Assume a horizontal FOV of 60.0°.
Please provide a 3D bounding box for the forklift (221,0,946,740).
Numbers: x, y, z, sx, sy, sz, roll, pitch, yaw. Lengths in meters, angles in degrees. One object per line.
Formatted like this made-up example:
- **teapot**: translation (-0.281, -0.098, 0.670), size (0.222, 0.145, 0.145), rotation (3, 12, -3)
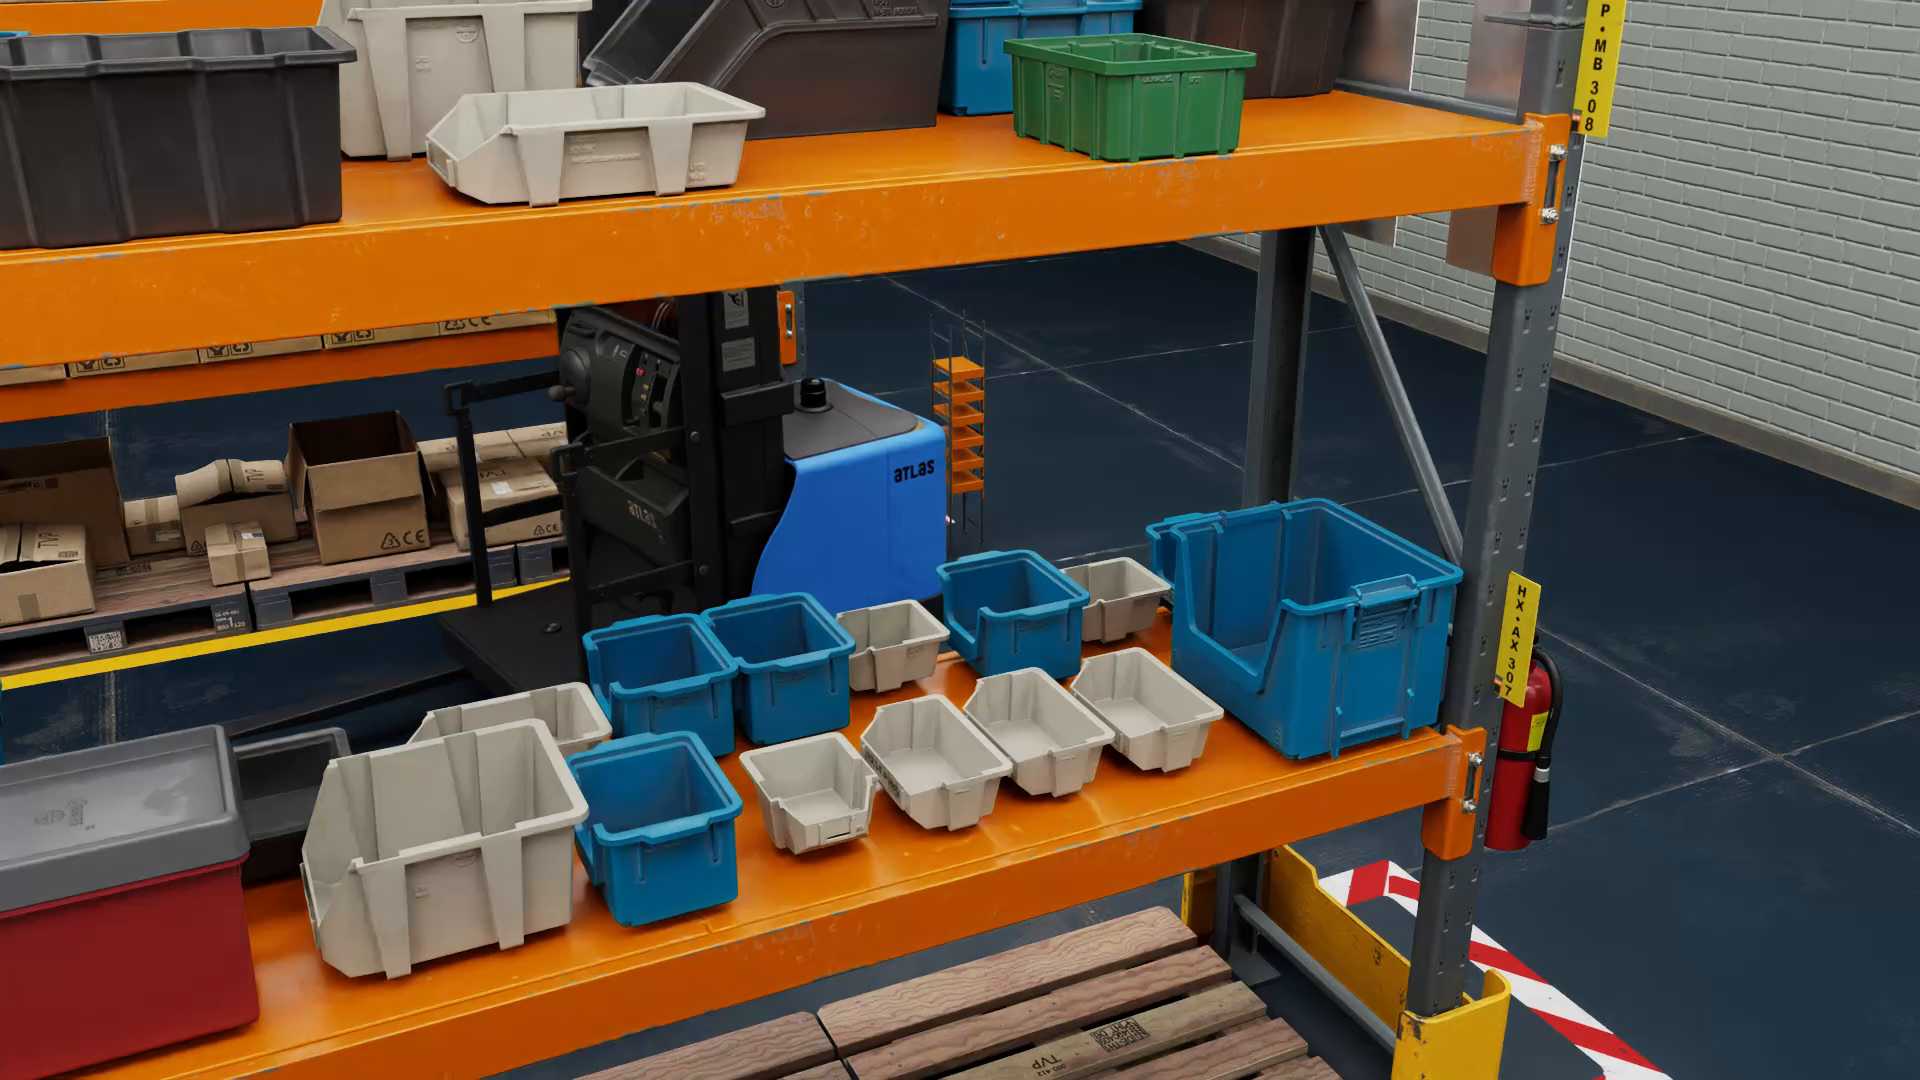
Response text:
- **forklift**: translation (-1.519, -0.649, 6.487), size (3.031, 2.935, 1.130), rotation (-17, 28, -35)

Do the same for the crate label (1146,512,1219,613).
- **crate label**: translation (0.730, 0.108, 4.708), size (0.303, 0.233, 0.416), rotation (-10, 25, -24)

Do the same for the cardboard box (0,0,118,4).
- **cardboard box**: translation (-3.656, -2.307, 6.675), size (0.500, 0.250, 0.500), rotation (-10, 25, -24)

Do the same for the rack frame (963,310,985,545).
- **rack frame**: translation (0.069, -0.567, 8.551), size (0.006, 1.200, 0.240), rotation (-10, 25, -24)

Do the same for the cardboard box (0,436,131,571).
- **cardboard box**: translation (-4.263, -0.154, 7.893), size (0.500, 0.500, 0.500), rotation (-10, 25, -24)

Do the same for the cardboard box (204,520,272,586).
- **cardboard box**: translation (-3.407, 0.050, 7.835), size (0.250, 0.166, 0.380), rotation (-10, 25, -24)

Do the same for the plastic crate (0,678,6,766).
- **plastic crate**: translation (-2.236, 0.579, 3.372), size (0.575, 0.384, 0.392), rotation (-10, 25, -24)

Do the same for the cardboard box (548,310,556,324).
- **cardboard box**: translation (-1.801, -1.368, 8.001), size (0.500, 0.500, 0.500), rotation (-10, 25, -23)

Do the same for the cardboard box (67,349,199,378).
- **cardboard box**: translation (-3.616, -1.036, 7.201), size (0.500, 0.500, 0.500), rotation (-10, 24, -23)

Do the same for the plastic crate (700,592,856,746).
- **plastic crate**: translation (-0.456, 0.326, 4.180), size (0.300, 0.233, 0.416), rotation (-10, 25, -24)

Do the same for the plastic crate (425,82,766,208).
- **plastic crate**: translation (-0.659, -0.705, 2.954), size (0.530, 0.136, 0.437), rotation (-10, 25, -24)

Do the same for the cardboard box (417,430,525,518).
- **cardboard box**: translation (-2.564, -0.351, 8.697), size (0.500, 0.250, 0.500), rotation (-10, 25, -24)

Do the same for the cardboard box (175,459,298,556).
- **cardboard box**: translation (-3.588, -0.191, 8.230), size (0.500, 0.311, 0.500), rotation (-10, 25, -24)

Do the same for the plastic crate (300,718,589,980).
- **plastic crate**: translation (-1.053, 0.632, 3.379), size (0.530, 0.282, 0.437), rotation (-10, 25, -24)

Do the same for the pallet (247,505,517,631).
- **pallet**: translation (-2.934, 0.058, 8.335), size (1.213, 0.211, 1.003), rotation (-10, 25, -24)

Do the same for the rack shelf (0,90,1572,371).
- **rack shelf**: translation (-0.707, -0.591, 3.275), size (4.000, 0.370, 1.077), rotation (-10, 25, -24)

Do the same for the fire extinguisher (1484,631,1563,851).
- **fire extinguisher**: translation (1.428, 0.470, 4.280), size (0.183, 0.674, 0.296), rotation (-10, 25, -24)

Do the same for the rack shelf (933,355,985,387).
- **rack shelf**: translation (-0.013, -0.844, 8.394), size (0.180, 0.103, 0.258), rotation (-10, 25, -24)

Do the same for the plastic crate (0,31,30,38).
- **plastic crate**: translation (-1.827, -0.775, 2.998), size (0.300, 0.233, 0.416), rotation (-10, 25, -24)

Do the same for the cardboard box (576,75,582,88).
- **cardboard box**: translation (-2.031, -2.013, 8.253), size (0.500, 0.500, 0.500), rotation (-10, 25, -23)

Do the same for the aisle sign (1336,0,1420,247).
- **aisle sign**: translation (1.031, -1.185, 4.291), size (0.004, 0.787, 0.394), rotation (-10, 25, -24)

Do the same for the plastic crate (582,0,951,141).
- **plastic crate**: translation (-0.400, -1.068, 3.567), size (0.767, 0.338, 0.504), rotation (-10, 25, -24)

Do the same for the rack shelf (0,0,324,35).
- **rack shelf**: translation (-2.852, -2.299, 7.400), size (4.000, 0.370, 1.077), rotation (-10, 25, -24)

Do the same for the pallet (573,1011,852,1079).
- **pallet**: translation (-0.762, 1.744, 4.262), size (1.213, 0.211, 1.003), rotation (-10, 25, -24)

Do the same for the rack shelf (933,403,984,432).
- **rack shelf**: translation (-0.013, -0.622, 8.486), size (0.180, 0.103, 0.258), rotation (-10, 25, -24)

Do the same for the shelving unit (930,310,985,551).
- **shelving unit**: translation (-0.013, -0.552, 8.515), size (0.189, 1.200, 0.258), rotation (-10, 25, -24)

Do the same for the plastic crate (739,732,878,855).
- **plastic crate**: translation (-0.327, 0.576, 3.703), size (0.250, 0.136, 0.298), rotation (-10, 25, -24)

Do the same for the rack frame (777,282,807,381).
- **rack frame**: translation (-1.050, -1.577, 8.638), size (0.127, 3.000, 1.000), rotation (-10, 25, -24)

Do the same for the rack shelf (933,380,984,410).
- **rack shelf**: translation (-0.013, -0.733, 8.440), size (0.180, 0.103, 0.258), rotation (-10, 25, -24)

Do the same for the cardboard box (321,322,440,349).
- **cardboard box**: translation (-2.707, -1.203, 7.604), size (0.500, 0.500, 0.500), rotation (-11, 25, -24)

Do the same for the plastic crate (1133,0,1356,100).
- **plastic crate**: translation (0.628, -1.227, 4.041), size (0.590, 0.269, 0.497), rotation (-10, 25, -24)

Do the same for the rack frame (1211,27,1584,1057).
- **rack frame**: translation (1.095, 0.131, 4.512), size (0.127, 3.000, 1.000), rotation (-10, 25, -24)

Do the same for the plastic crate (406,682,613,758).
- **plastic crate**: translation (-1.070, 0.496, 3.896), size (0.466, 0.136, 0.293), rotation (-10, 25, -24)

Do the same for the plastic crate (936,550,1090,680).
- **plastic crate**: translation (0.137, 0.217, 4.444), size (0.300, 0.233, 0.416), rotation (-10, 25, -24)

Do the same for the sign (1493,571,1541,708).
- **sign**: translation (1.349, 0.242, 4.029), size (0.005, 0.325, 0.100), rotation (-10, 25, -24)

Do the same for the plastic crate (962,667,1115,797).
- **plastic crate**: translation (0.172, 0.466, 3.969), size (0.243, 0.136, 0.396), rotation (-10, 25, -24)
